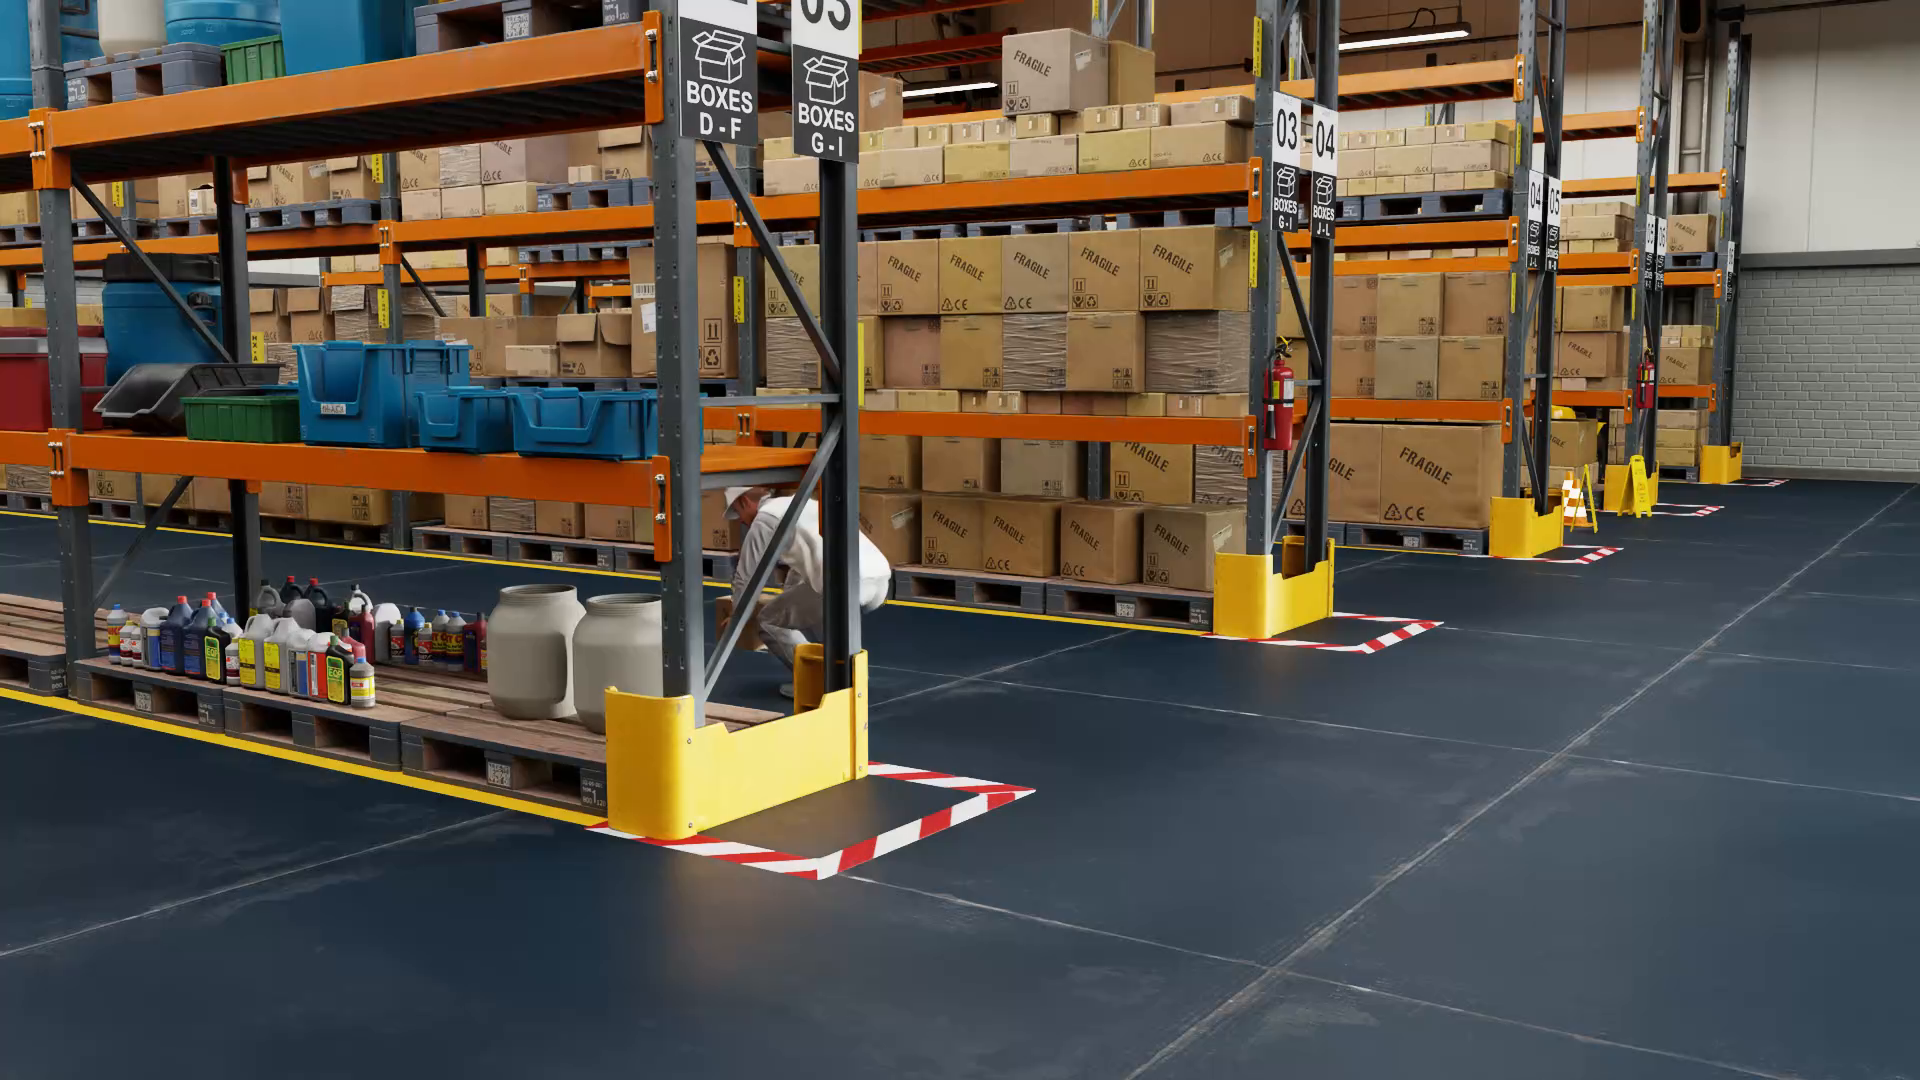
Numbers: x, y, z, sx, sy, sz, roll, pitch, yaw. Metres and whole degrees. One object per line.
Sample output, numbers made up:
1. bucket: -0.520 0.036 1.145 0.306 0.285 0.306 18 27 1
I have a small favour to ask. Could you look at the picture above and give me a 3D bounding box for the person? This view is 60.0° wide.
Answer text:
1. person: -0.788 0.217 8.256 0.869 1.105 0.556 4 7 33
